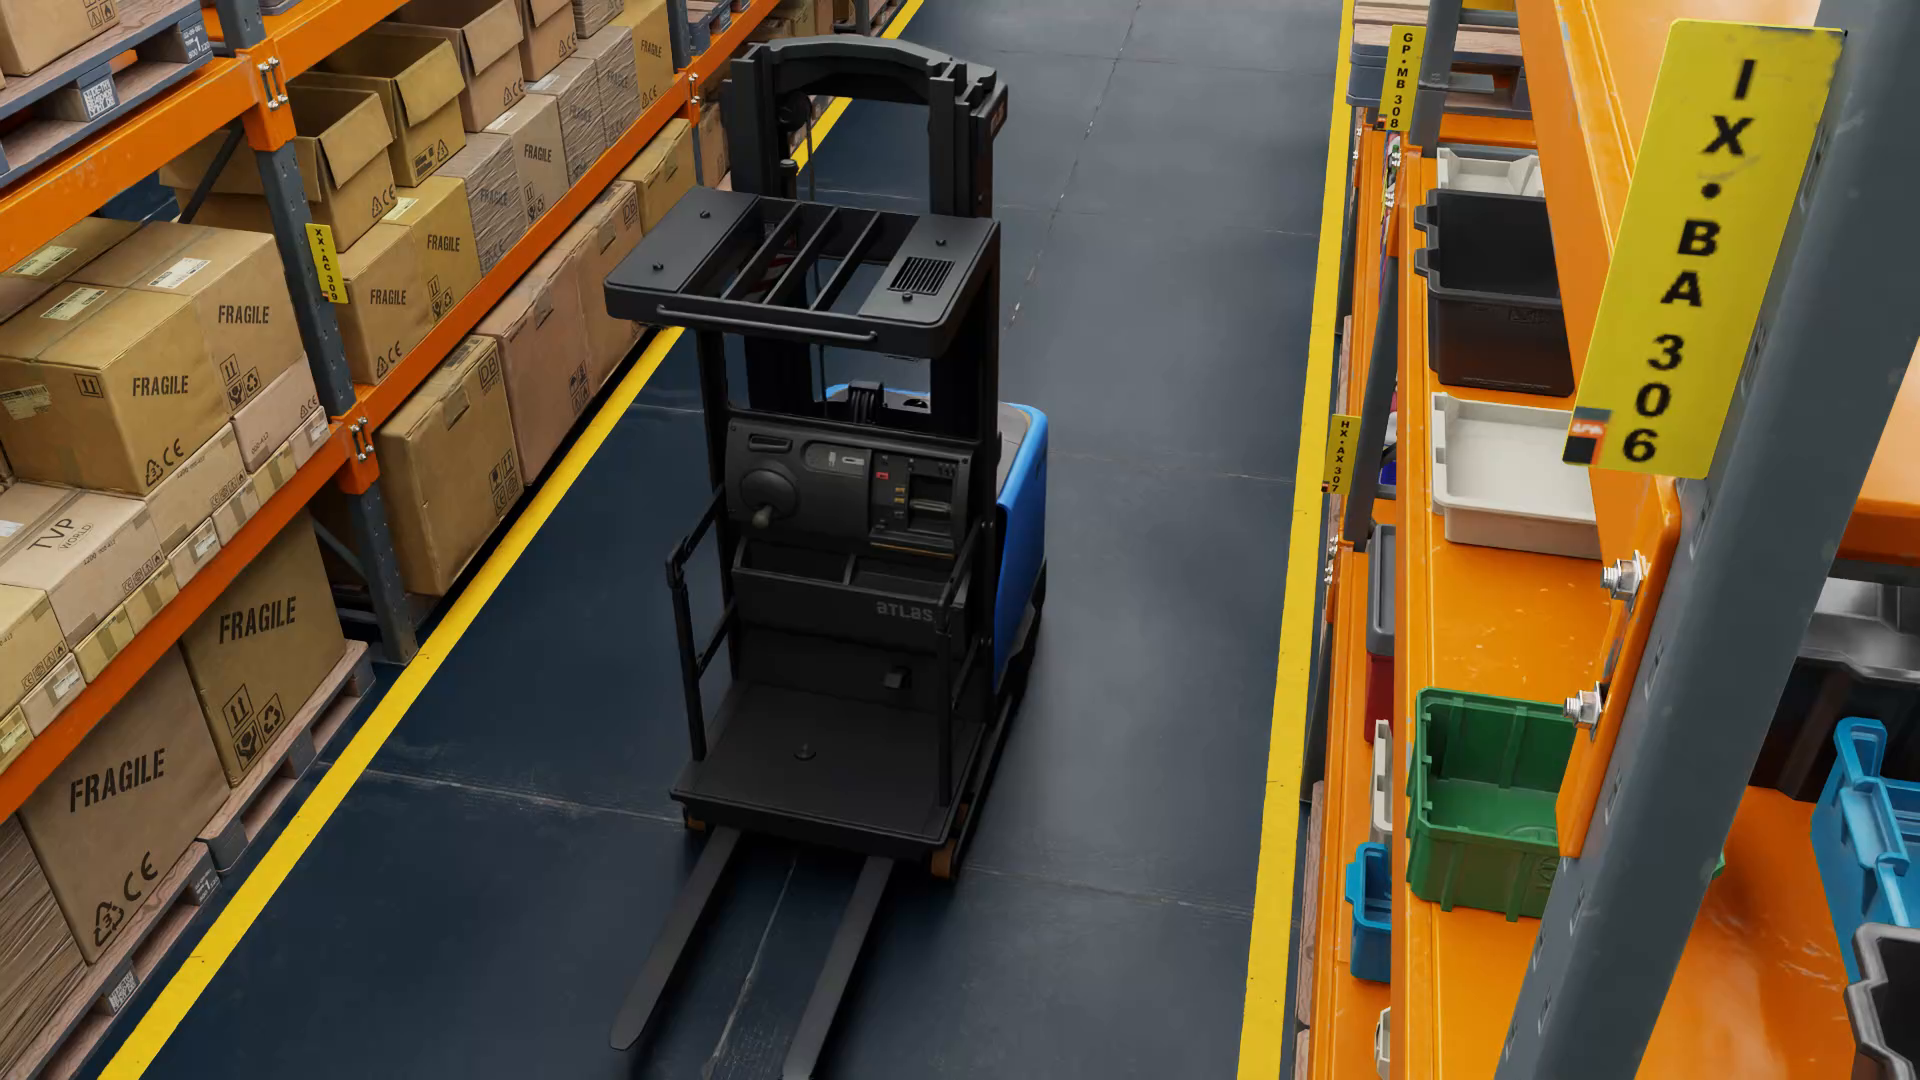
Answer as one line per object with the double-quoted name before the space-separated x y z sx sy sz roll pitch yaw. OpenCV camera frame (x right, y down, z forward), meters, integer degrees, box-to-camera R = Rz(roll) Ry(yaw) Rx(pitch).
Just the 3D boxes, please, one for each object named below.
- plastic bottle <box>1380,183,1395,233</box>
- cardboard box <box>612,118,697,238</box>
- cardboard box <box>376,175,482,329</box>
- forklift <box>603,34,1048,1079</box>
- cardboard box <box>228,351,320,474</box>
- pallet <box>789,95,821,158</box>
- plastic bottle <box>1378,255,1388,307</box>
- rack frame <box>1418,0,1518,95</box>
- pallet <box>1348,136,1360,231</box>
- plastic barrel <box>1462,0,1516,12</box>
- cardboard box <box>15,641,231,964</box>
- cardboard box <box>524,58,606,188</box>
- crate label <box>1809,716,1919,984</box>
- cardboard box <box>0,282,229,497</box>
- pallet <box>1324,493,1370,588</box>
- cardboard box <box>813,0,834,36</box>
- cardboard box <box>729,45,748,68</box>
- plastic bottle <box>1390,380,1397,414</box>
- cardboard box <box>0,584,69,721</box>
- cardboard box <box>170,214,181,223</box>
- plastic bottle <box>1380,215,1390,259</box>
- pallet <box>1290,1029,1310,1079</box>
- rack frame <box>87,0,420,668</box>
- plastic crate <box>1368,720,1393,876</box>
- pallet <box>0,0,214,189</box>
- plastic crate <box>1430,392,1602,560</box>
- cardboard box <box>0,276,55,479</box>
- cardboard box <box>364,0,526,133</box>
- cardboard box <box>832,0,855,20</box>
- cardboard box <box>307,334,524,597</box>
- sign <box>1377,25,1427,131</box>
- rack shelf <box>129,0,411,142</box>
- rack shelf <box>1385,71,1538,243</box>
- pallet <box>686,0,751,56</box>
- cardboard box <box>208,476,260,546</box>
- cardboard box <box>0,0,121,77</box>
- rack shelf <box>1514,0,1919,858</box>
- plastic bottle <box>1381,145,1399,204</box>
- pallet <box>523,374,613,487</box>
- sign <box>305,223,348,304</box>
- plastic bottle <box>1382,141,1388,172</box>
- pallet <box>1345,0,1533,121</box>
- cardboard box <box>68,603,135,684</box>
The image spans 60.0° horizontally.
"plastic bottle" 2.100 -1.614 8.030 0.097 0.271 0.097 0 36 0
"cardboard box" -2.270 -1.948 9.834 1.225 0.875 0.875 6 36 8
"cardboard box" -2.508 -1.299 7.402 0.500 0.500 0.500 7 37 10
"forklift" -0.467 -0.129 5.930 1.130 2.935 3.031 9 37 12
"cardboard box" -2.795 -0.512 6.274 0.500 0.250 0.500 7 36 9
"pallet" -1.671 -3.047 12.275 1.003 0.211 1.213 7 37 10
"plastic bottle" 1.919 -1.184 7.426 0.061 0.283 0.133 7 37 10
"rack frame" 1.882 -2.546 4.095 1.000 3.000 0.127 7 37 10
"pallet" 3.202 -2.418 11.406 1.003 0.211 1.213 7 37 10
"plastic barrel" 1.879 -2.127 5.554 0.600 0.588 0.600 0 36 0
"cardboard box" -3.368 0.836 5.993 0.875 0.875 0.875 7 37 10
"cardboard box" -2.186 -2.175 8.609 0.500 0.500 0.500 6 36 8
"crate label" 1.540 0.533 2.529 0.408 0.251 0.502 7 37 10
"cardboard box" -2.905 -0.518 5.644 0.500 0.500 0.500 8 37 10
"pallet" 2.346 -0.127 8.245 1.003 0.211 1.213 7 37 10
"cardboard box" -1.400 -4.141 13.163 0.700 0.500 0.500 5 36 6
"cardboard box" -1.758 -3.229 11.905 0.700 0.500 0.500 10 37 14
"plastic bottle" 1.655 -0.475 6.449 0.061 0.283 0.133 7 37 10
"cardboard box" -3.123 0.368 5.061 0.500 0.250 0.500 7 36 9
"cardboard box" -3.124 -1.081 7.100 0.500 0.500 0.500 7 37 10
"plastic bottle" 2.030 -1.426 7.771 0.097 0.271 0.097 0 36 0
"pallet" 1.504 2.140 5.118 1.003 0.211 1.213 7 37 10
"rack frame" -2.957 -0.738 6.712 1.000 3.000 0.127 7 37 10
"plastic crate" 1.376 0.759 4.697 0.437 0.282 0.530 7 37 10
"pallet" -3.142 -1.449 5.213 1.003 0.211 1.213 7 37 10
"plastic crate" 1.227 -0.148 3.566 0.437 0.136 0.530 7 37 10
"cardboard box" -3.421 -0.578 5.726 0.500 0.500 0.500 7 37 10
"cardboard box" -2.553 -2.302 7.931 0.797 0.503 0.637 8 37 11
"cardboard box" -1.123 -4.707 13.960 0.500 0.500 0.500 6 36 9
"cardboard box" -2.840 -0.417 7.722 1.225 0.875 0.875 7 37 10
"sign" 1.345 -1.405 5.070 0.100 0.325 0.005 7 37 10
"rack shelf" -2.529 -2.808 7.625 1.077 0.370 4.000 7 37 10
"rack shelf" 2.309 -2.187 6.769 1.077 0.370 4.000 7 37 10
"pallet" -2.054 -3.376 10.515 1.213 0.211 1.003 7 37 10
"cardboard box" -2.812 -0.126 6.082 0.380 0.149 0.250 7 36 9
"cardboard box" -3.065 -1.748 5.021 0.700 0.500 0.500 5 36 7
"rack shelf" 1.455 -0.947 2.842 1.077 0.370 4.000 7 37 10
"plastic bottle" 2.156 -1.819 8.304 0.061 0.283 0.133 7 37 10
"pallet" -2.607 -0.762 9.122 1.003 0.211 1.213 7 37 10
"sign" -2.414 -1.052 6.340 0.100 0.325 0.005 7 37 10
"plastic bottle" 2.256 -2.004 8.628 0.097 0.201 0.097 0 36 0
"pallet" 1.954 -1.717 5.668 1.213 0.211 1.003 7 37 10
"cardboard box" -2.976 0.316 5.472 0.380 0.149 0.250 7 36 9
